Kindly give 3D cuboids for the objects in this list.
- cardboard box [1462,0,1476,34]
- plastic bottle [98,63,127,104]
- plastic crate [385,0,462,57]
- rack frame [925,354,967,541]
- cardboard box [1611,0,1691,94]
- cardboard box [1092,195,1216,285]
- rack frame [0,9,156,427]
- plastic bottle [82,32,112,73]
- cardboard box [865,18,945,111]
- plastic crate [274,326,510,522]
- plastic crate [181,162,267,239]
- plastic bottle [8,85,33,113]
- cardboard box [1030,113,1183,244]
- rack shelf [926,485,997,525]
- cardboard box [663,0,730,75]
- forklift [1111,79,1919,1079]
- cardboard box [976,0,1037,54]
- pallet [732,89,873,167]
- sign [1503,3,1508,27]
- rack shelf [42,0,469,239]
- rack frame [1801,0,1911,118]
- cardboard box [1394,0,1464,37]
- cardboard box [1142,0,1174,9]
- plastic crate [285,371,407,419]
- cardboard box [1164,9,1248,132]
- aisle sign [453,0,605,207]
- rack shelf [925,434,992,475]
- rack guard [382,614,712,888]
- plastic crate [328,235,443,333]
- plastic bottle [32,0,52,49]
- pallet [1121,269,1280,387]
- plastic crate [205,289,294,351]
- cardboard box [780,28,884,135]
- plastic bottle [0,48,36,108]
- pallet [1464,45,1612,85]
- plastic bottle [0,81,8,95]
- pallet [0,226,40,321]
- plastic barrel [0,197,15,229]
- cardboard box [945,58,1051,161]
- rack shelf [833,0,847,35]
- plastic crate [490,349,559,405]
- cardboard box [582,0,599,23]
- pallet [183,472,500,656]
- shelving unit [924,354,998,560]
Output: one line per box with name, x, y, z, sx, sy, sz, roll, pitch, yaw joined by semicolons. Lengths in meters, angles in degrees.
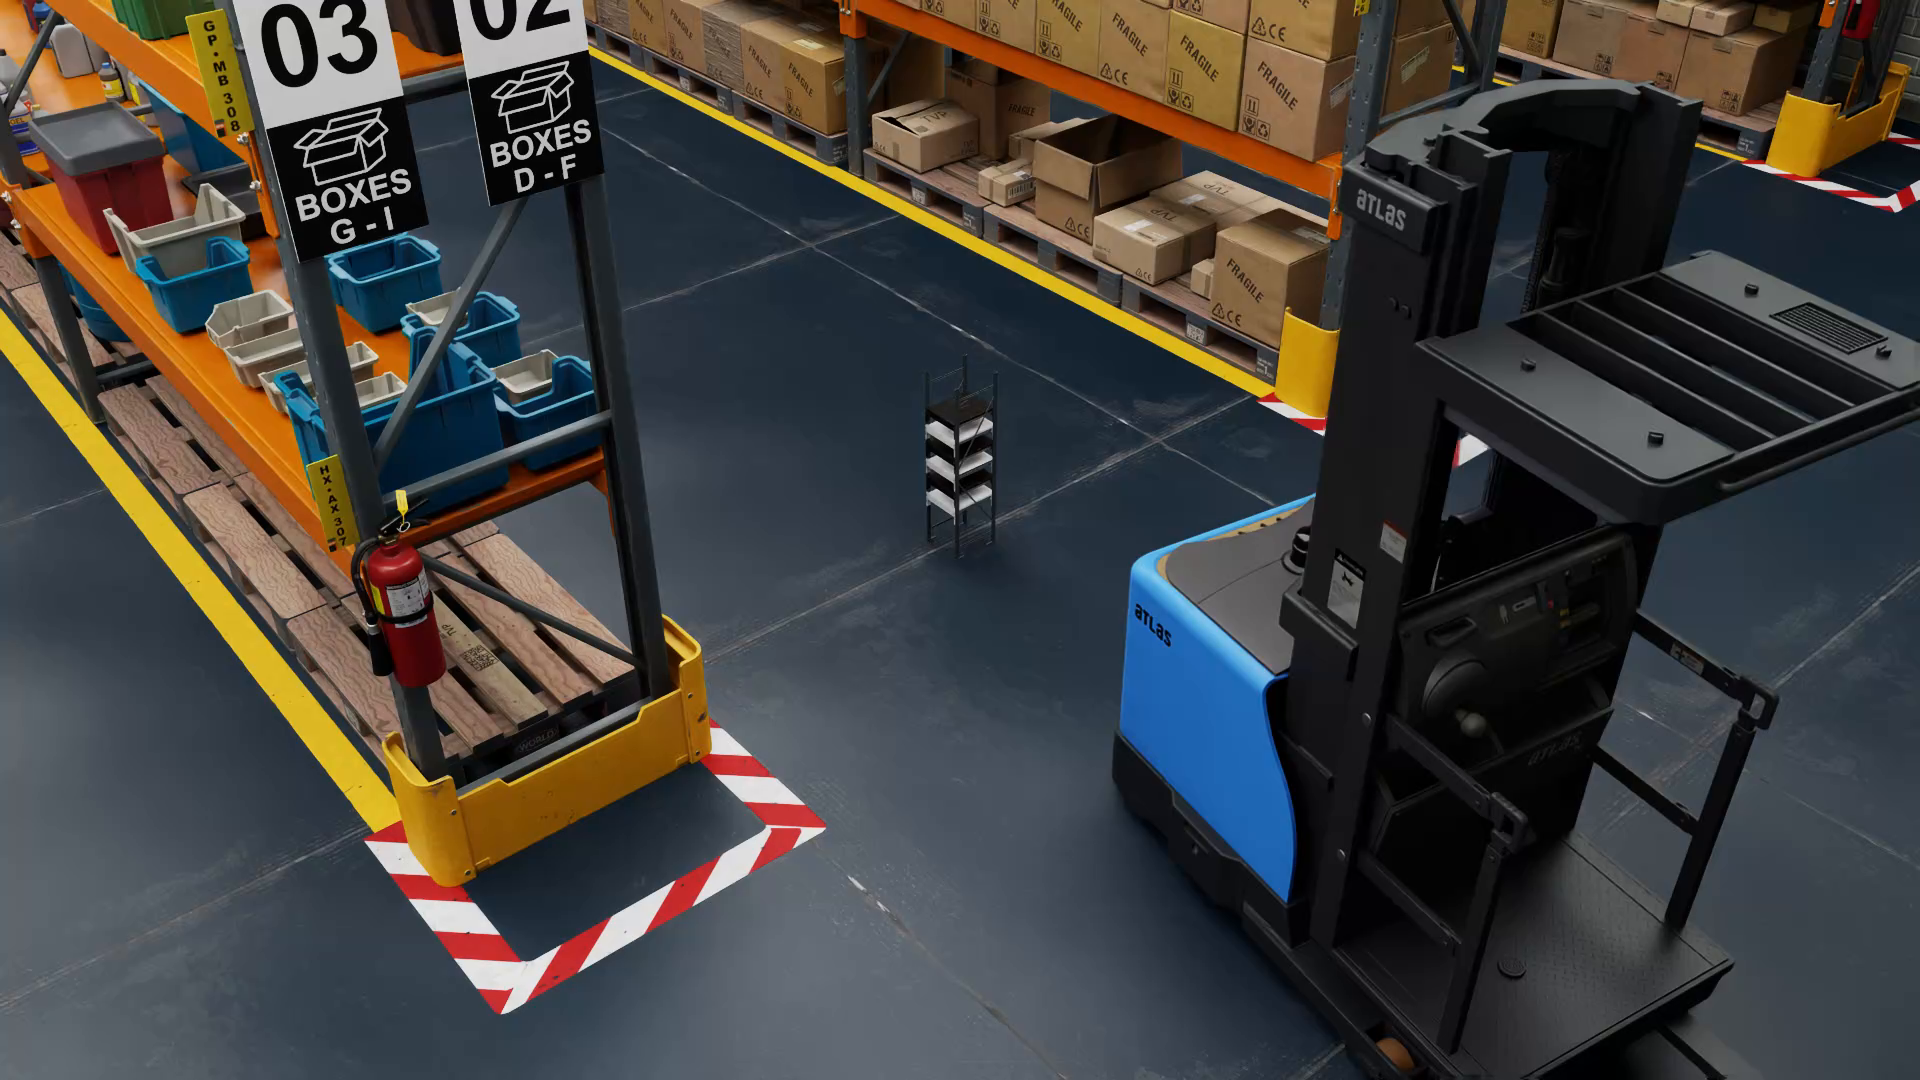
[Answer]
cardboard box;4.176;-4.278;12.994;0.700;0.500;0.500;-26;43;-32
plastic bottle;-4.445;-2.395;8.708;0.097;0.201;0.097;0;35;0
plastic crate;-1.573;-1.702;5.075;0.497;0.269;0.590;-26;43;-32
rack frame;-0.060;-0.409;7.548;0.240;0.900;0.006;-26;43;-32
cardboard box;5.180;-3.596;12.031;0.700;0.500;0.500;-26;43;-32
cardboard box;1.120;-1.739;9.608;0.500;0.250;0.500;-26;43;-32
rack frame;-4.118;-2.023;8.011;1.000;3.000;0.127;-26;43;-32
plastic bottle;-4.724;-2.728;9.113;0.152;0.276;0.135;-26;43;-32
cardboard box;-0.458;-3.333;11.642;0.500;0.500;0.500;-28;44;-34
plastic crate;-1.896;-0.374;5.600;0.616;0.435;0.499;-26;43;-32
plastic crate;-3.191;-1.541;7.517;0.437;0.125;0.590;-26;43;-32
plastic bottle;-4.772;-2.211;8.449;0.097;0.201;0.097;0;35;0
cardboard box;0.884;-2.202;10.043;0.797;0.503;0.637;-26;43;-32
rack shelf;0.005;-0.190;7.608;0.258;0.077;0.200;-26;43;-32
cardboard box;-1.835;-3.806;12.311;0.500;0.500;0.500;-28;44;-33
forklift;1.752;0.343;4.730;1.130;2.935;3.031;-18;39;-24
cardboard box;0.443;-3.136;9.497;0.500;0.500;0.500;-26;43;-32
pallet;-0.886;-3.076;11.910;1.003;0.211;1.213;-26;43;-32
sign;2.664;-2.658;8.159;0.100;0.325;0.005;-26;43;-32
rack shelf;-2.828;-2.070;6.105;1.077;0.370;4.000;-26;43;-32
rack frame;6.031;-3.952;10.735;1.000;3.000;0.127;-26;43;-32
cardboard box;2.164;-2.846;8.221;0.500;0.500;0.500;-25;42;-30
cardboard box;1.087;-3.095;8.574;0.500;0.500;0.500;-25;42;-31
plastic crate;-2.202;-0.466;5.989;0.396;0.136;0.243;-26;43;-32
cardboard box;1.415;-2.468;8.552;0.500;0.500;0.500;-26;43;-31
aisle sign;-1.264;-1.397;4.878;0.394;0.787;0.004;-26;43;-32
rack shelf;0.005;-0.410;7.452;0.258;0.077;0.200;-26;43;-32
rack guard;-1.512;0.769;6.232;1.175;0.500;0.348;-26;43;-32
plastic crate;-2.295;-1.026;6.697;0.416;0.233;0.300;-26;43;-32
plastic bottle;-5.163;-2.922;9.391;0.097;0.271;0.097;0;35;0
pallet;1.685;-1.350;9.474;1.003;0.211;1.213;-26;43;-32
plastic crate;-2.781;-0.837;6.513;0.298;0.136;0.250;-26;43;-32
cardboard box;-0.869;-3.139;11.369;0.500;0.500;0.500;-26;43;-32
plastic bottle;-4.851;-2.340;8.502;0.144;0.351;0.185;-26;43;-32
pallet;4.672;-3.676;12.758;1.003;0.211;1.213;-26;43;-32
plastic bottle;-4.855;-2.187;8.350;0.152;0.276;0.135;-26;43;-32
pallet;-5.376;-1.780;10.081;1.003;0.211;1.213;-26;43;-32
plastic barrel;-5.642;-2.268;10.080;0.600;0.588;0.708;-26;43;-32
cardboard box;0.252;-2.882;11.007;0.500;0.500;0.500;-26;43;-32
rack shelf;-1.623;-4.458;12.072;1.077;0.370;4.000;-26;43;-32
plastic crate;-1.589;-0.578;6.147;0.250;0.136;0.298;-26;43;-32
cardboard box;-2.838;-4.487;13.272;0.500;0.500;0.500;-24;42;-30
pallet;-2.823;-0.036;7.618;1.003;0.211;1.213;-26;43;-32
shelving unit;0.005;-0.364;7.485;0.258;0.900;0.210;-26;43;-32
